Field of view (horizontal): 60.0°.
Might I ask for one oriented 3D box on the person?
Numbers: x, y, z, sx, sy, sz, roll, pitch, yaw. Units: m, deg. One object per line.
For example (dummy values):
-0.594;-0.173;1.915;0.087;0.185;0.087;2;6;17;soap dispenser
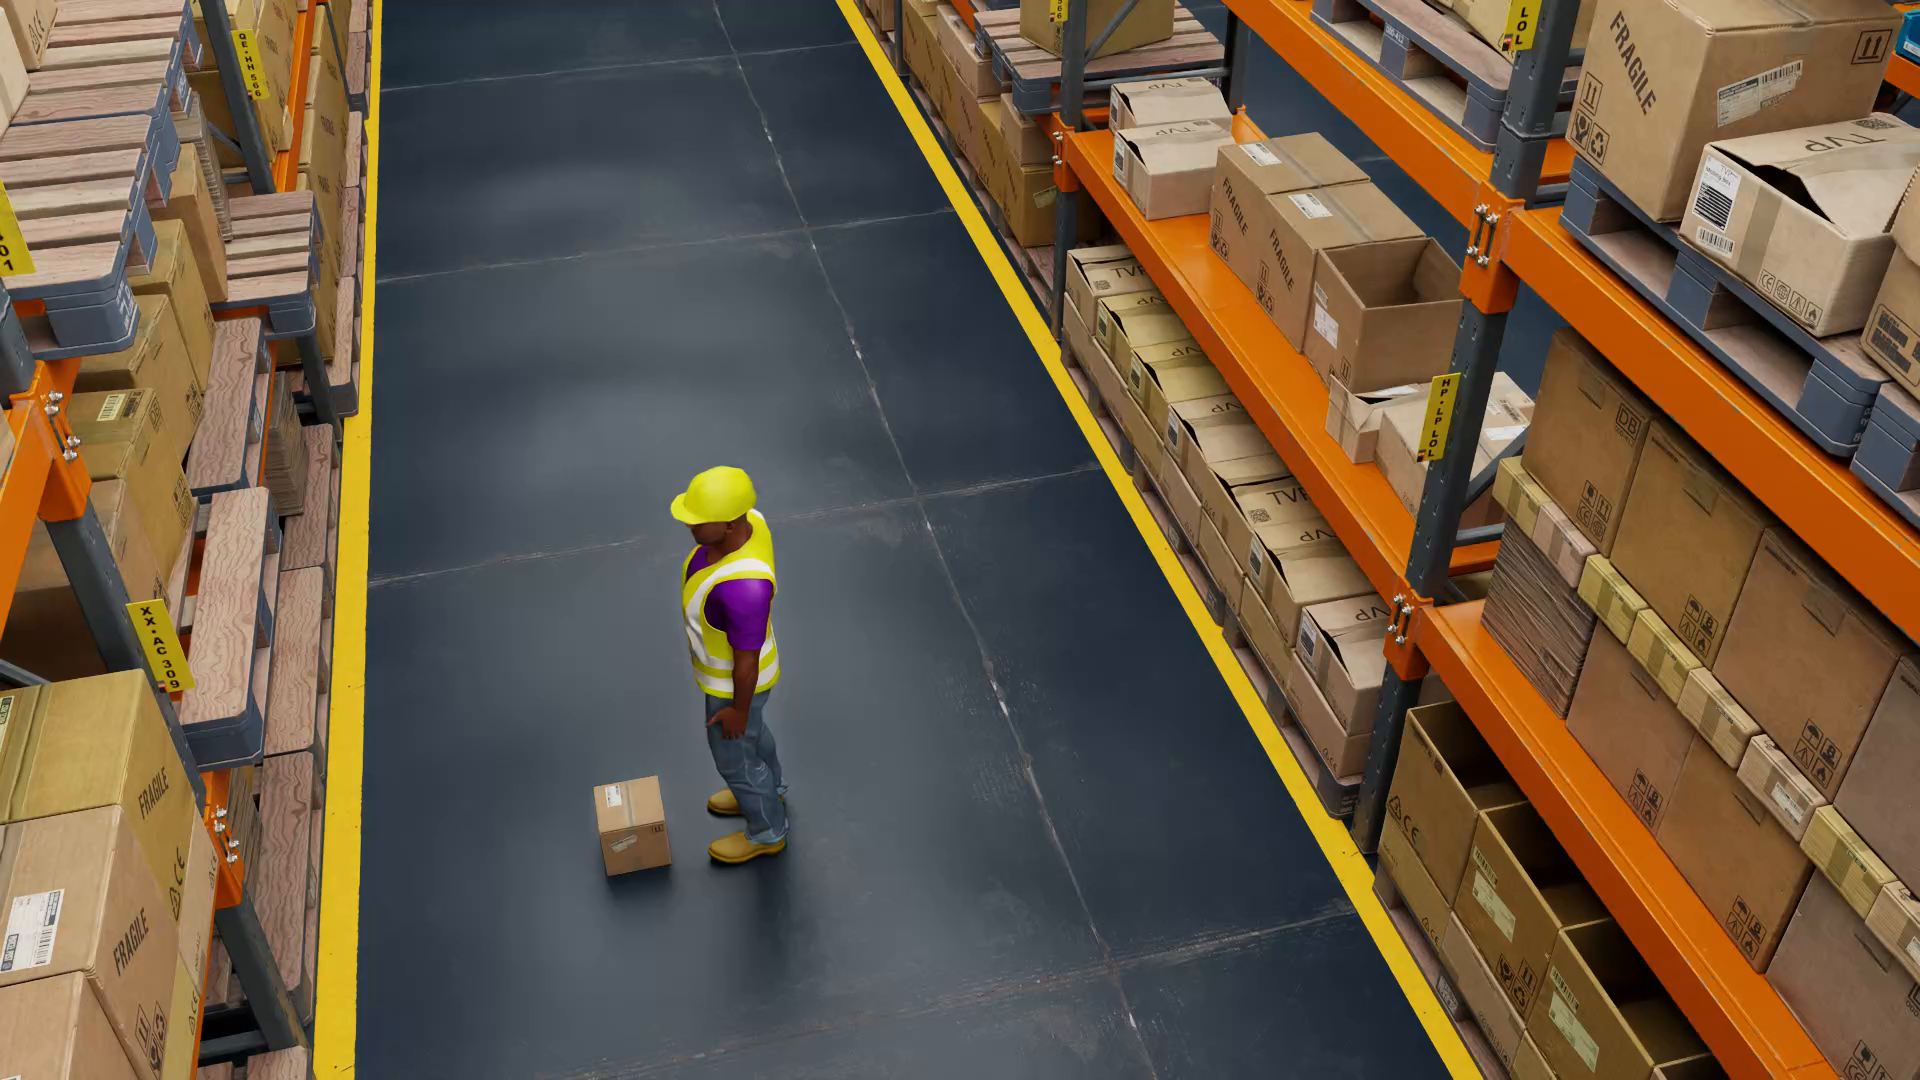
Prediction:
-0.829;0.464;6.106;0.370;1.765;0.564;-8;39;-10;person
